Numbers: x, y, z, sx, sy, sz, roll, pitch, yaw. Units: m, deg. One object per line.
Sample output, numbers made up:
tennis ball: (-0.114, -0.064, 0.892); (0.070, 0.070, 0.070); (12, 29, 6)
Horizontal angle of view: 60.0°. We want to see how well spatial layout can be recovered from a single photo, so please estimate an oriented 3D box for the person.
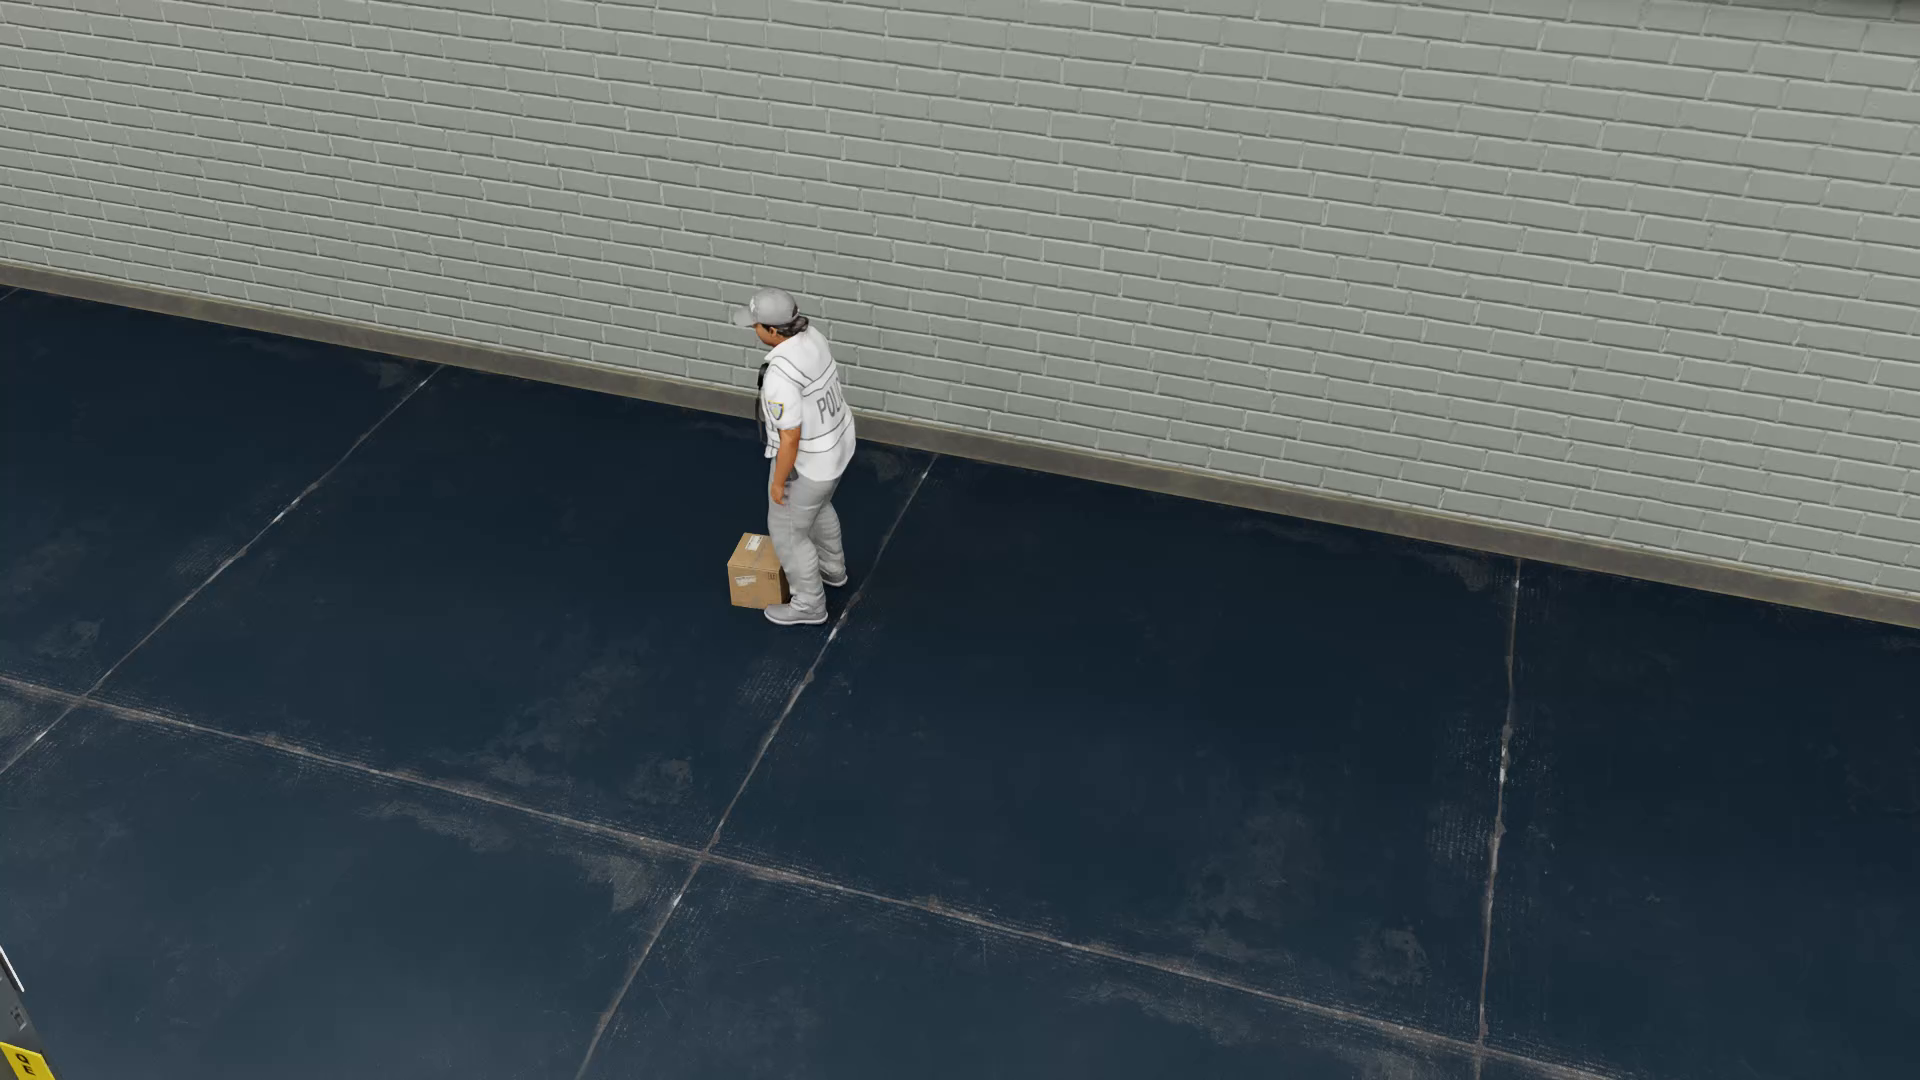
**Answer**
person: (-0.720, -0.377, 7.380); (0.457, 1.665, 0.537); (11, 39, 14)
